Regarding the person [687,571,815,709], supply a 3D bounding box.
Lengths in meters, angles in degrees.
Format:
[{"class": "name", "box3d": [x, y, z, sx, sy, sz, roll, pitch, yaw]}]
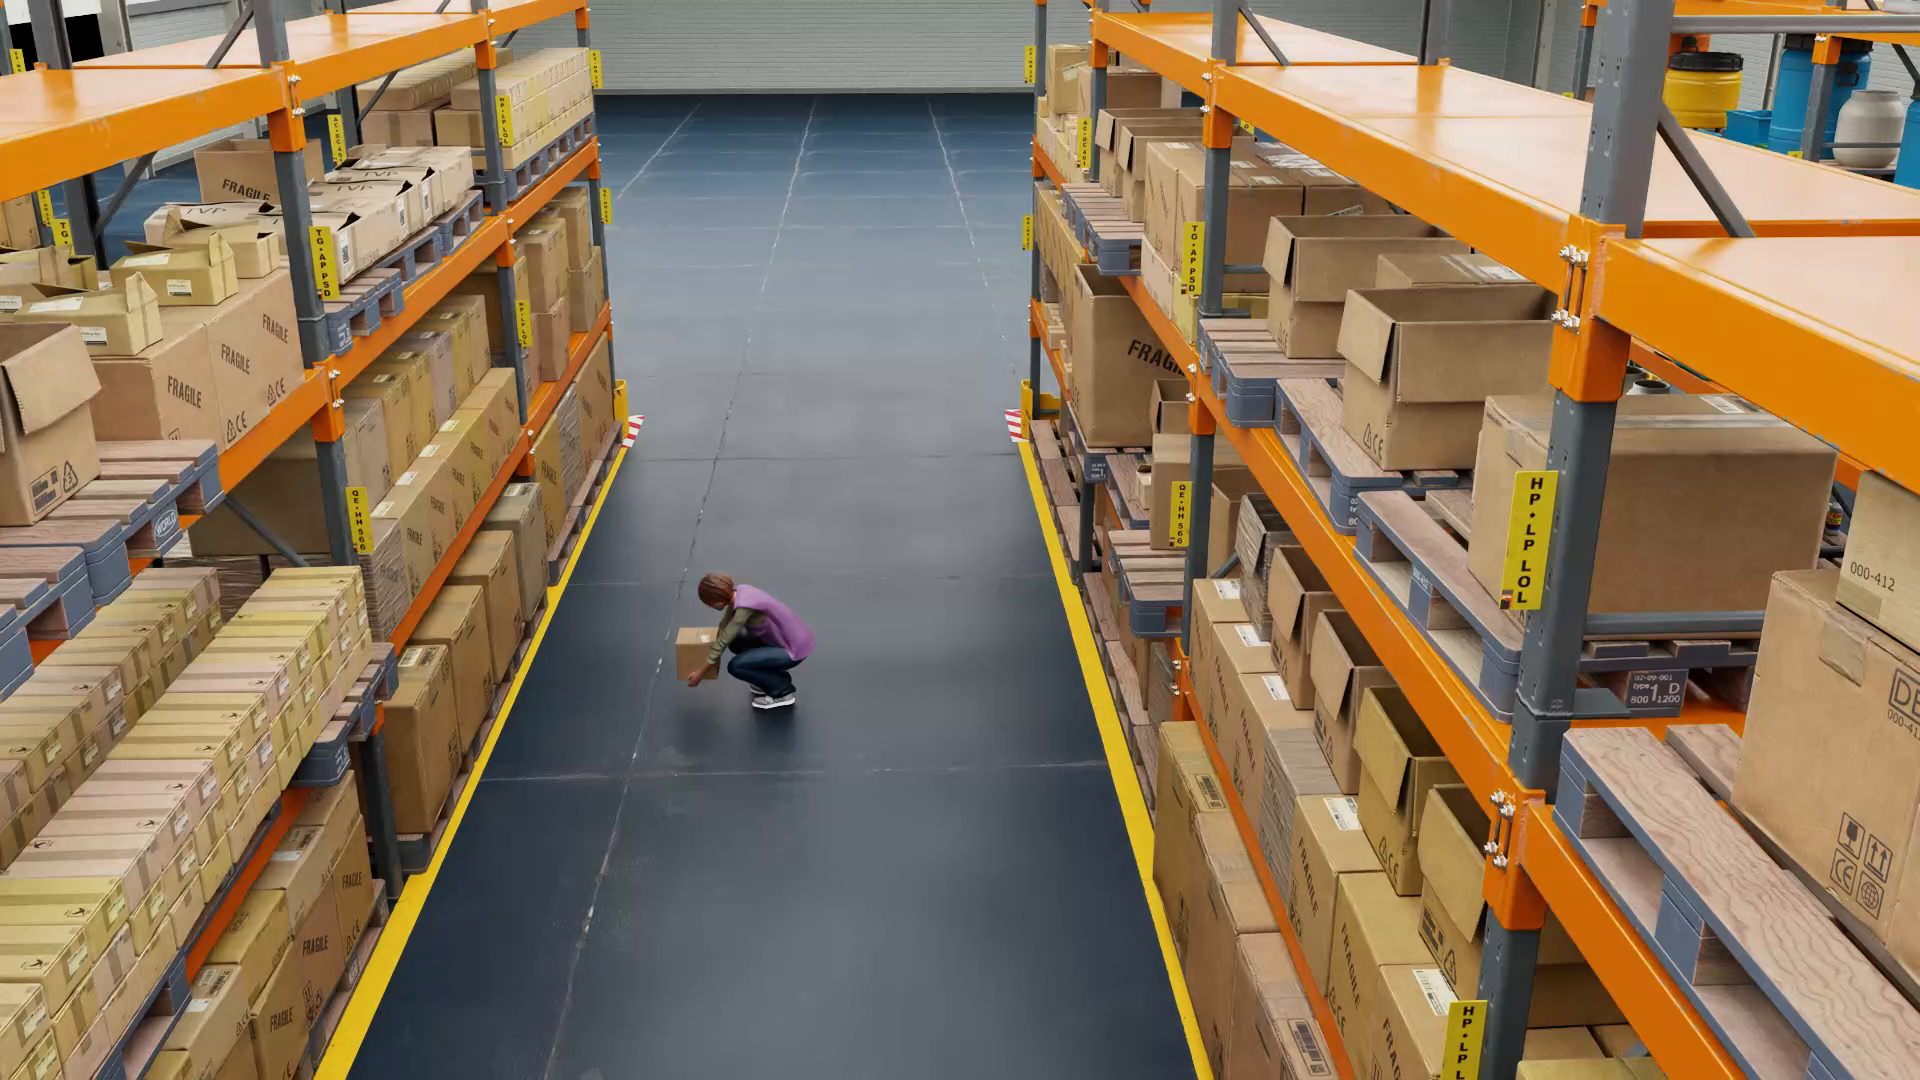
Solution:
[{"class": "person", "box3d": [-1.321, 0.610, 10.506, 0.809, 0.881, 0.446, -1, 21, -3]}]
